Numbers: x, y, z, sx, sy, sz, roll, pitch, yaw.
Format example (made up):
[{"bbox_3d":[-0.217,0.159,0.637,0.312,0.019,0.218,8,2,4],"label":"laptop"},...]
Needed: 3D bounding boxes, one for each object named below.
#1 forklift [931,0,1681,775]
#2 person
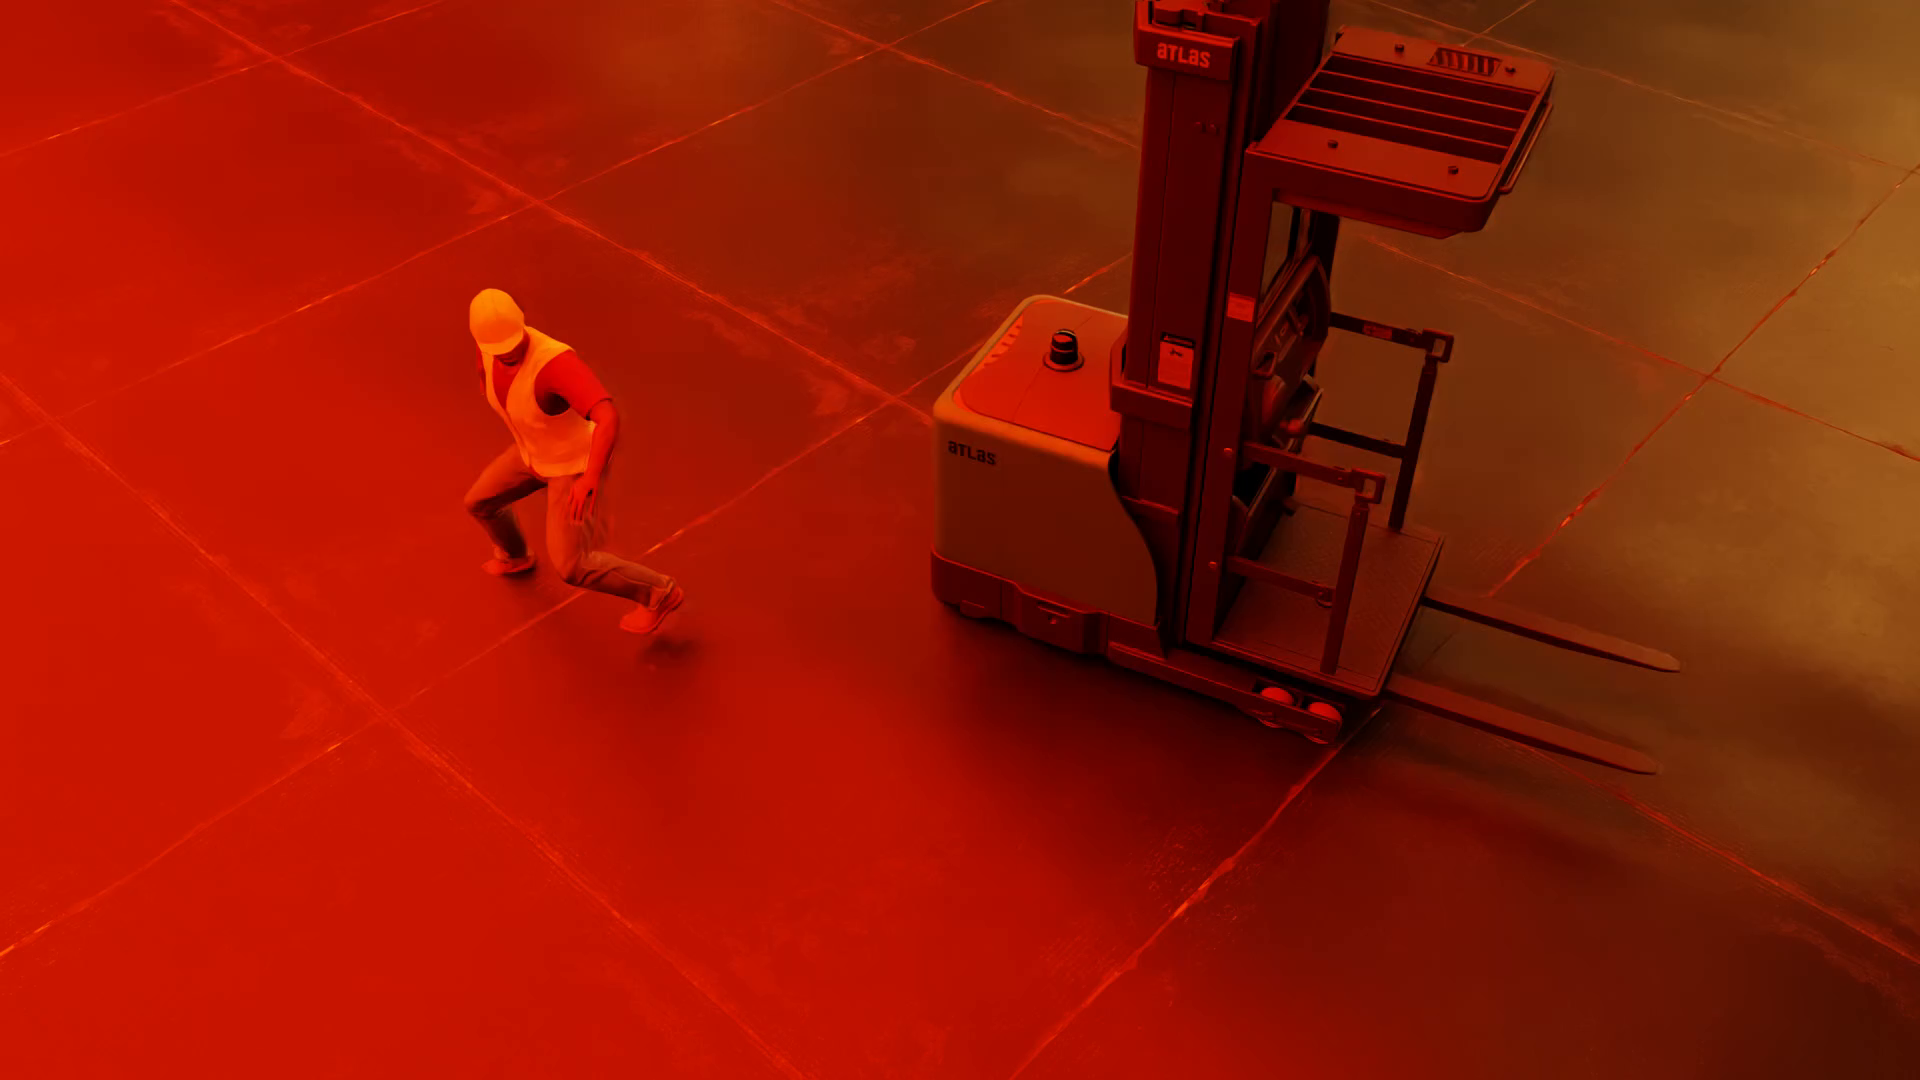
[{"bbox_3d":[1.426,-0.689,6.231,3.031,2.935,1.130,18,44,20],"label":"forklift"},{"bbox_3d":[-1.762,-0.368,6.927,0.533,1.659,1.227,-31,49,-31],"label":"person"}]
